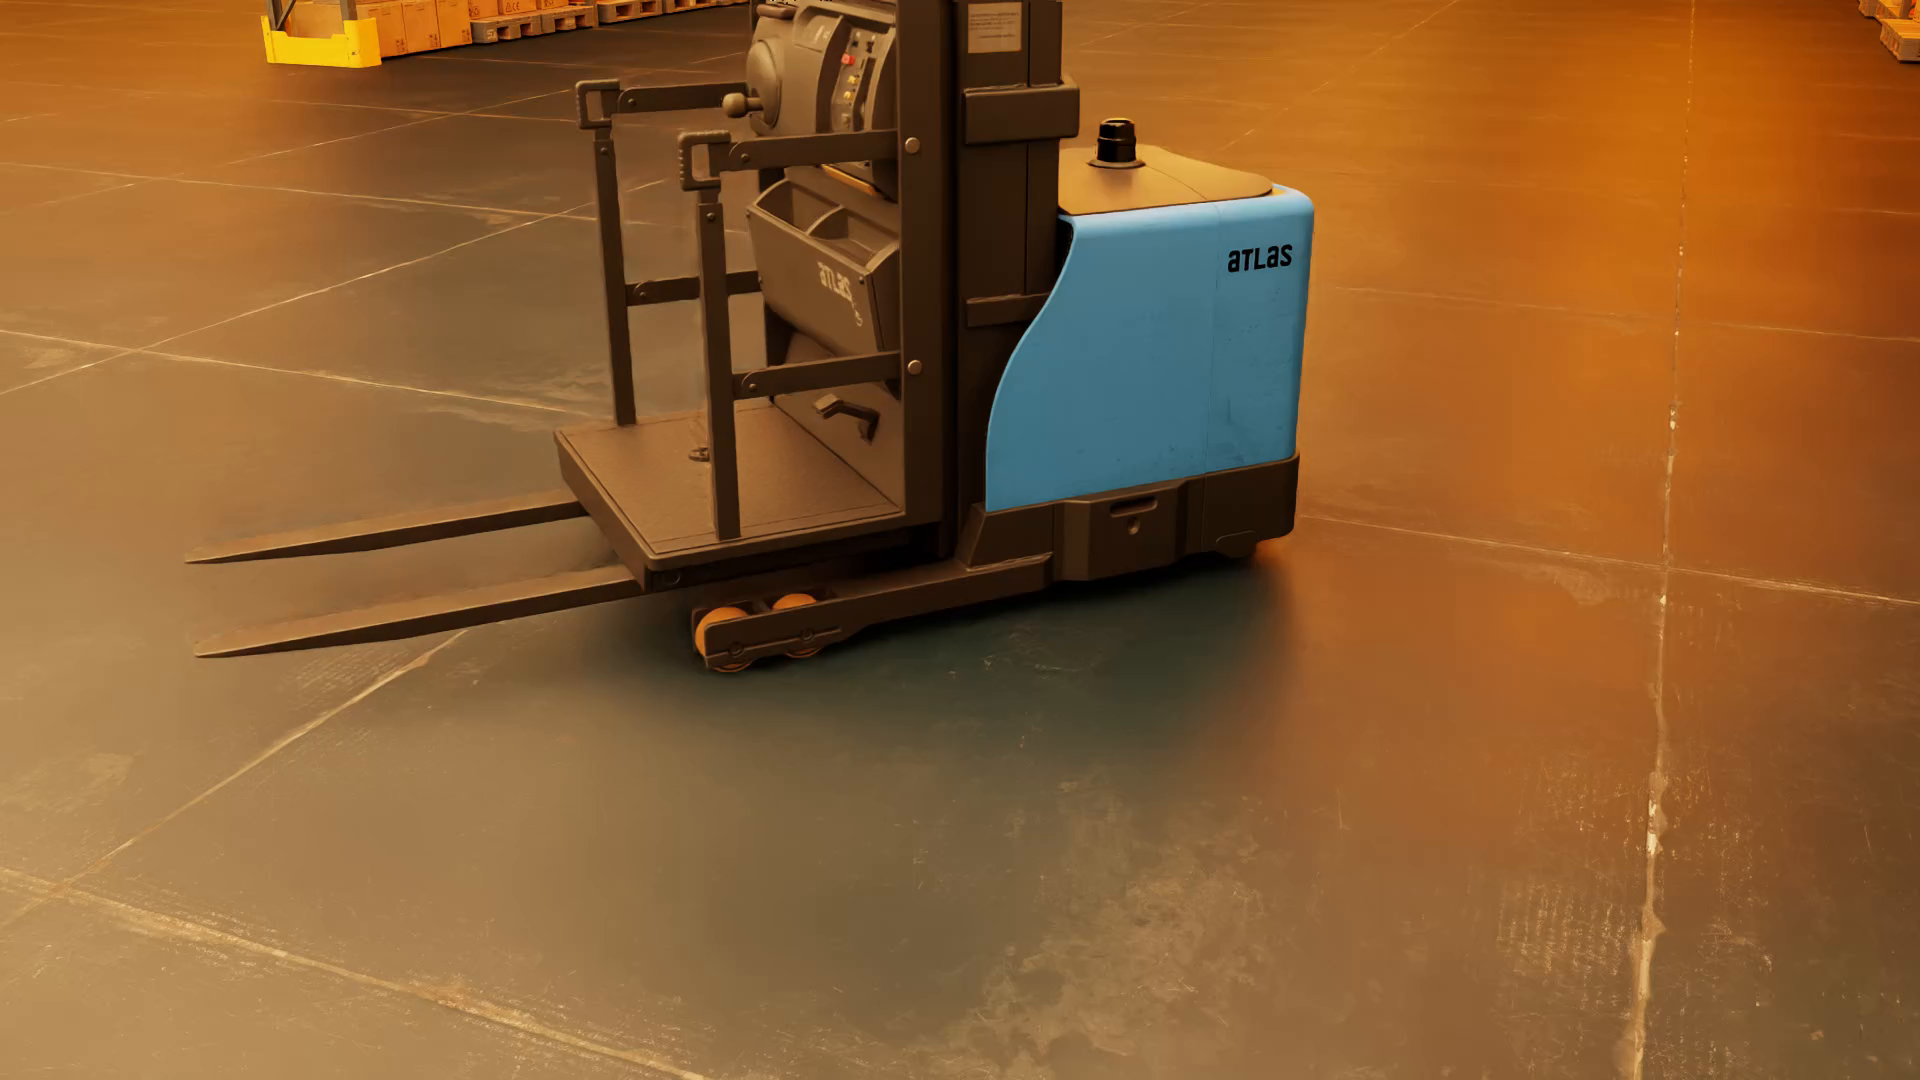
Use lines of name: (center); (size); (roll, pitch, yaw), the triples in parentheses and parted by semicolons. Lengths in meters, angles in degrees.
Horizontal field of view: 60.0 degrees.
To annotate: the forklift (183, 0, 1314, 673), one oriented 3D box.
forklift: (-0.555, -1.243, 4.266); (3.031, 2.935, 1.130); (-10, 25, -23)
